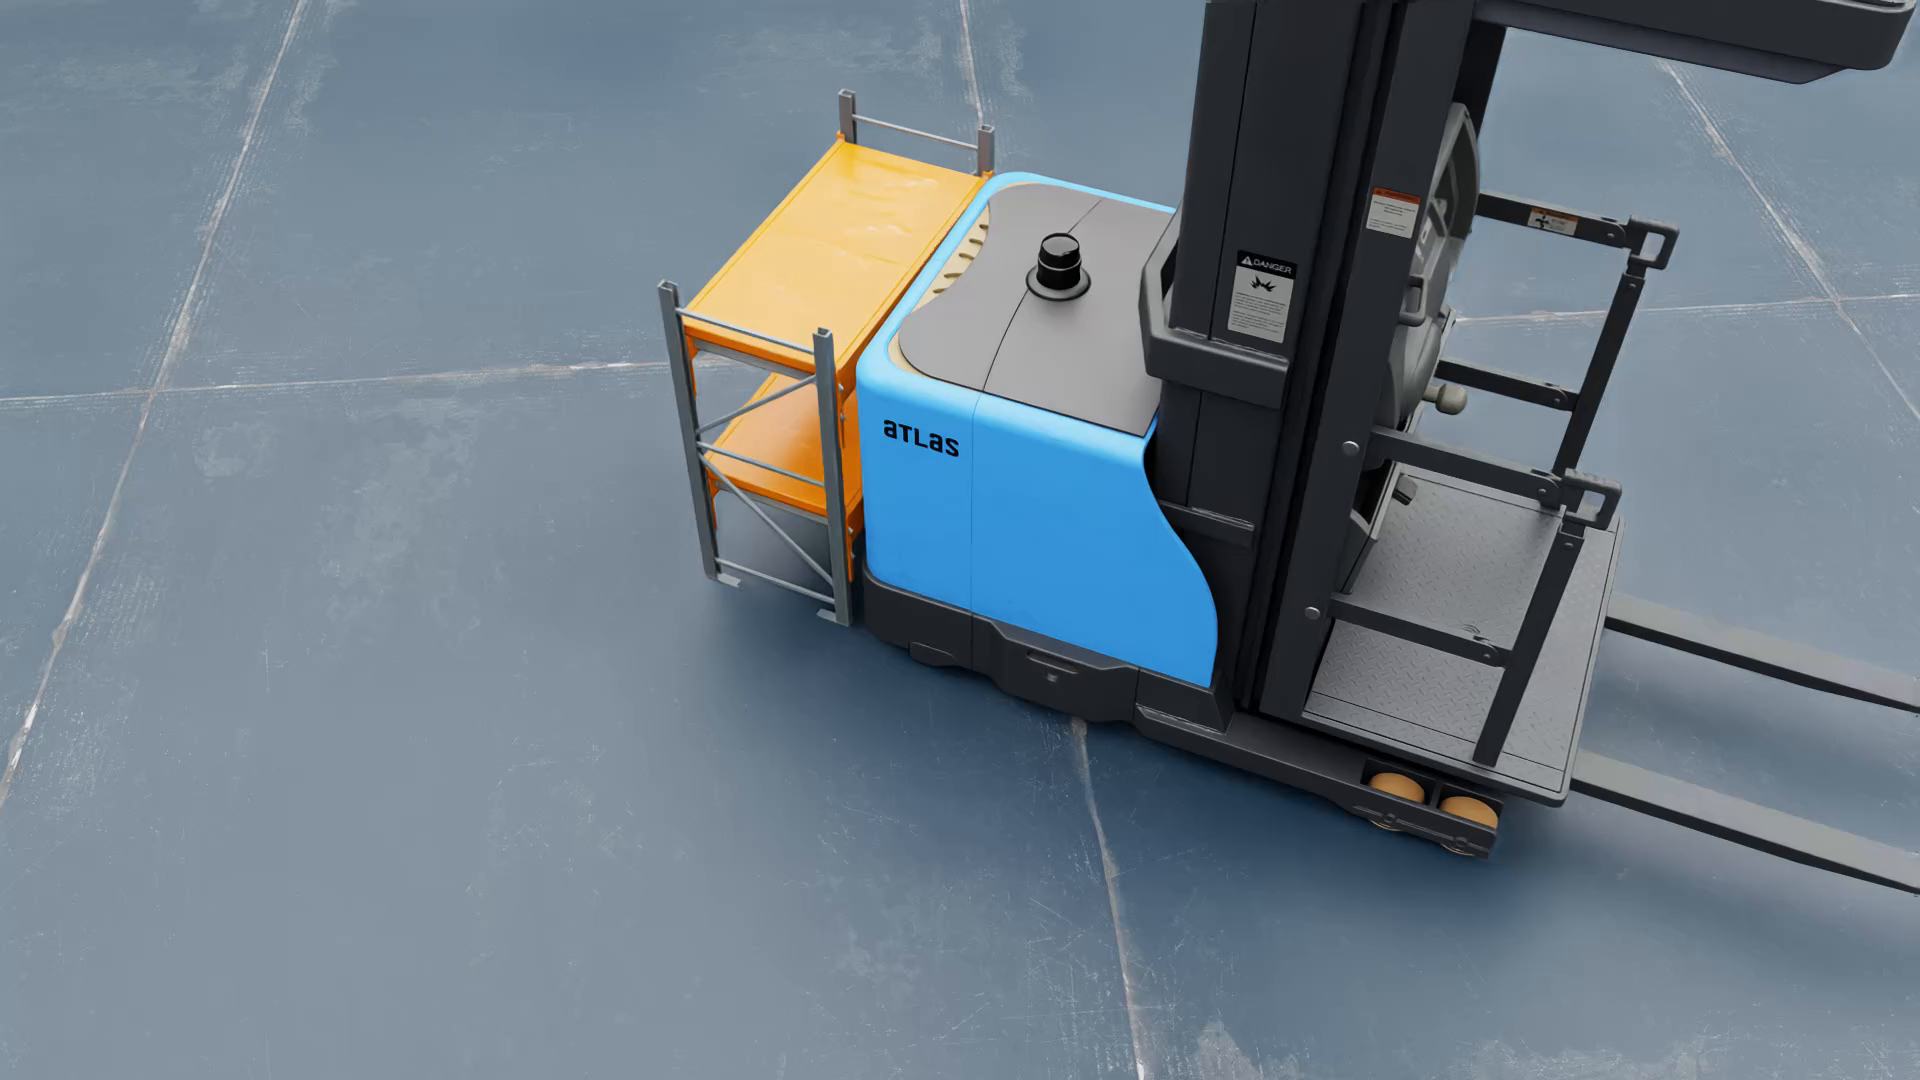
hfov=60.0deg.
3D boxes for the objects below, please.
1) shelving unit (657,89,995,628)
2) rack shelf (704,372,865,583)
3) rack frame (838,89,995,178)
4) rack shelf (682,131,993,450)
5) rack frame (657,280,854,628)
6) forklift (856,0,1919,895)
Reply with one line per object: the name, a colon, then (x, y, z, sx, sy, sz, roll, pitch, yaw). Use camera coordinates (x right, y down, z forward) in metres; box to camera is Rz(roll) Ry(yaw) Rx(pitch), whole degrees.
shelving unit: (-0.343, -0.544, 4.990, 0.538, 1.125, 1.048, 18, 49, 17)
rack shelf: (-0.343, -0.376, 5.168, 0.538, 0.278, 1.000, 18, 49, 17)
rack frame: (-0.131, -0.879, 5.308, 0.500, 1.125, 0.032, 18, 49, 17)
rack shelf: (-0.343, -0.745, 4.778, 0.538, 0.278, 1.000, 18, 49, 17)
rack frame: (-0.555, -0.208, 4.673, 0.500, 1.125, 0.032, 18, 49, 17)
forklift: (1.284, -0.608, 3.807, 3.031, 2.935, 1.130, 17, 49, 16)
